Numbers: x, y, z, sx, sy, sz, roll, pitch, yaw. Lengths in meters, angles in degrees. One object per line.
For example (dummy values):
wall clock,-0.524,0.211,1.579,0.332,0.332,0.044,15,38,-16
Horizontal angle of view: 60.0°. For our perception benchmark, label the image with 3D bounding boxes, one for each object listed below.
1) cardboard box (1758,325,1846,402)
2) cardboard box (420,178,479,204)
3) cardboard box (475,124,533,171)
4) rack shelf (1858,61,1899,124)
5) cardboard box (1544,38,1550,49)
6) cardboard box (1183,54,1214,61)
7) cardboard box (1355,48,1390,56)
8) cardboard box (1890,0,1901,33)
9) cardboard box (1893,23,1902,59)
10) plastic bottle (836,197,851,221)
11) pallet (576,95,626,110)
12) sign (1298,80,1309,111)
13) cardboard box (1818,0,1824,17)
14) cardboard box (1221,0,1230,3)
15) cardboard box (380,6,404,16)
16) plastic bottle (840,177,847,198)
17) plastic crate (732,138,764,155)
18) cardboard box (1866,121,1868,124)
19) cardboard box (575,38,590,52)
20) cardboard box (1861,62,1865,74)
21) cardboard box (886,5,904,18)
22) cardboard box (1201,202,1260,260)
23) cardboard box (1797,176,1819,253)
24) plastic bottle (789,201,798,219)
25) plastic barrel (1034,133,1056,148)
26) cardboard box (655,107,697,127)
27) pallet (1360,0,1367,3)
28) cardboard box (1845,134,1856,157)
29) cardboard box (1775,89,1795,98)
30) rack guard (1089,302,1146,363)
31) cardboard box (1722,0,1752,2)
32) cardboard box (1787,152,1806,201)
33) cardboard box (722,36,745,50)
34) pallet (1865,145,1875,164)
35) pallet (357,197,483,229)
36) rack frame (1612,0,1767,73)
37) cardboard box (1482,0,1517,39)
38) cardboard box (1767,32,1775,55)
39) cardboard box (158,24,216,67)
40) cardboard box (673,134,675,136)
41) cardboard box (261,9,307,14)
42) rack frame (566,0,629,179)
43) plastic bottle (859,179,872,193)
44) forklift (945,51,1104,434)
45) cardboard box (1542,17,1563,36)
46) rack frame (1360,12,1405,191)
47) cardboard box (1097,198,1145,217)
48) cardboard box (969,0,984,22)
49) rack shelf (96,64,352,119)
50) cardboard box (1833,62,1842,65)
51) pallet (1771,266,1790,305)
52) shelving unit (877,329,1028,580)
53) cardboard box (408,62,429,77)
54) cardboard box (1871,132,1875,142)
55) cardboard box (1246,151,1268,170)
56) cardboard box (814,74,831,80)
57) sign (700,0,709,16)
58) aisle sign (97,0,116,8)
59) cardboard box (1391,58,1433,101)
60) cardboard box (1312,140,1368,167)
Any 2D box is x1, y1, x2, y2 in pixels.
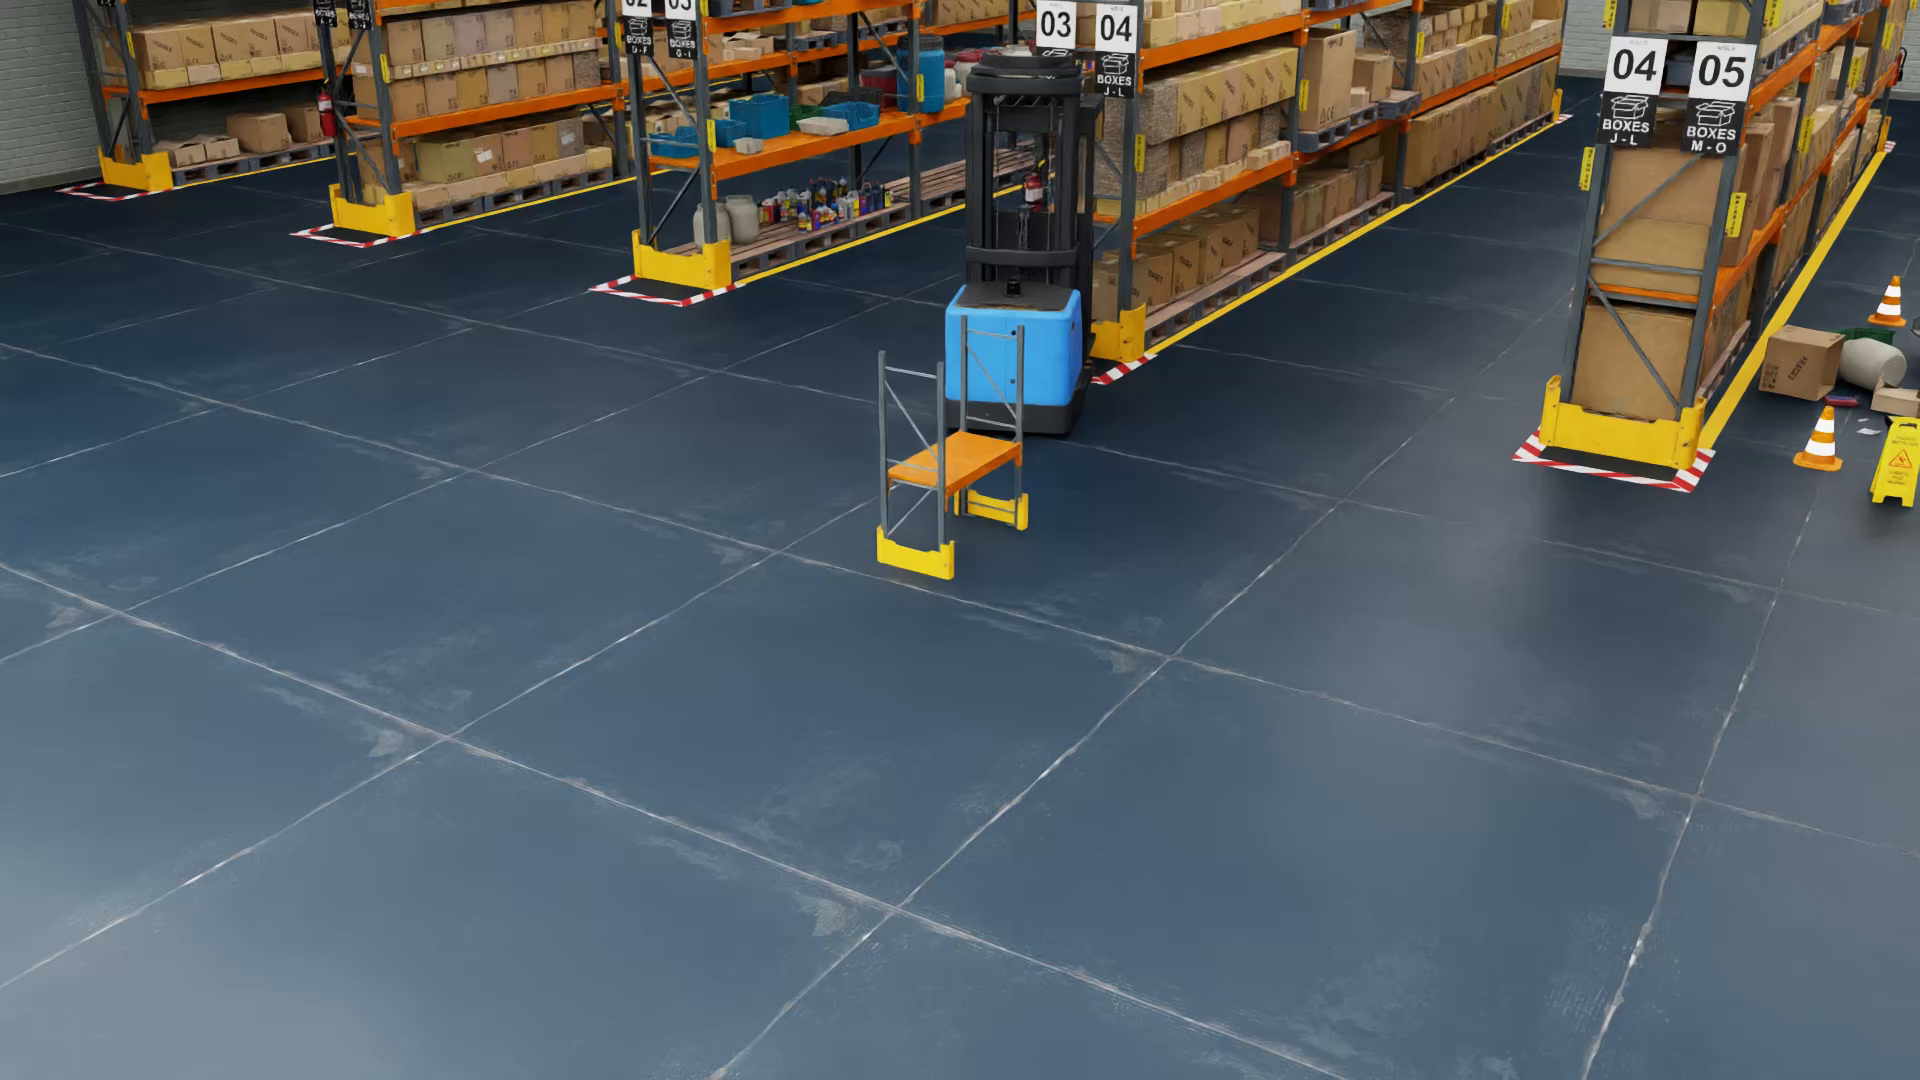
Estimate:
cardboard box,7.467,-1.573,14.751,0.500,0.500,0.500,20,30,38
cardboard box,-6.538,-4.493,21.286,0.500,0.250,0.500,14,27,29
cardboard box,-6.005,-5.174,21.914,0.500,0.500,0.500,14,27,29
rack shelf,12.689,-6.503,23.901,1.077,0.370,4.000,14,27,29
cardboard box,9.274,-8.020,26.816,0.380,0.149,0.250,14,27,30
cardboard box,2.274,-4.736,17.156,0.500,0.500,0.500,14,27,29
cardboard box,5.113,-5.929,21.016,0.500,0.500,0.500,10,25,23
cardboard box,12.632,-7.242,22.944,0.500,0.500,0.500,14,27,30
cardboard box,13.450,-7.312,24.364,0.500,0.500,0.500,13,27,28
plastic bottle,-1.409,-4.016,20.125,0.152,0.276,0.135,14,27,30
pallet,-6.781,-7.966,29.885,1.003,0.211,1.213,14,27,29
sign,3.719,-4.817,18.013,0.100,0.325,0.005,14,27,29
cardboard box,7.494,-4.768,14.873,0.380,0.149,0.250,14,27,29
cardboard box,2.420,-5.333,16.205,0.380,0.149,0.250,13,26,27
cardboard box,-9.073,-8.058,25.908,0.700,0.500,0.500,14,27,29
plastic bottle,-1.494,-4.503,21.257,0.097,0.271,0.097,0,23,0
plastic crate,-2.318,-4.333,18.315,0.298,0.136,0.250,14,27,29
cardboard box,12.952,-6.005,24.156,0.380,0.149,0.250,13,27,27
cardboard box,-5.254,-6.732,22.583,0.380,0.149,0.250,13,27,28
cardboard box,11.454,-6.107,21.494,0.380,0.149,0.250,14,27,29
cardboard box,-1.380,-9.434,29.112,0.700,0.500,0.500,5,24,11
cardboard box,3.009,-3.450,18.562,0.500,0.500,0.500,13,27,27
cardboard box,9.127,-3.781,19.012,1.050,0.750,0.750,13,27,28
plastic bottle,-2.028,-4.021,20.231,0.097,0.201,0.097,0,23,0
plastic barrel,1.400,-6.285,24.695,0.600,0.830,0.708,14,27,29
cardboard box,-4.190,-6.227,24.585,0.500,0.311,0.500,13,27,27
pallet,4.215,-6.358,19.123,1.213,0.211,1.003,14,27,29
cardboard box,11.174,-5.072,21.365,0.500,0.250,0.500,15,28,31
cardboard box,7.191,-3.905,15.446,0.875,0.550,0.550,14,27,29
rack guard,1.184,-2.060,15.879,1.175,0.500,0.348,14,27,29
cardboard box,5.751,-4.019,12.141,0.380,0.149,0.250,14,27,30
cardboard box,7.920,-3.625,16.221,0.500,0.500,0.500,14,27,30
cardboard box,-3.686,-7.656,25.772,0.500,0.311,0.500,14,27,28
pallet,13.246,-5.936,25.196,1.003,0.211,1.213,14,27,29
pallet,-6.902,-4.246,21.292,1.003,0.211,1.213,14,27,29
rack frame,5.304,-4.861,11.651,1.000,3.000,0.127,14,27,29
cardboard box,7.944,-7.751,24.750,0.500,0.500,0.500,14,27,29
cardboard box,5.891,-3.742,12.505,0.380,0.149,0.250,14,27,29
cardboard box,-10.704,-6.843,23.000,0.500,0.500,0.500,14,27,29
cardboard box,-4.466,-5.796,24.295,0.500,0.250,0.500,15,27,30
cardboard box,-10.072,-7.641,24.845,0.500,0.500,0.500,14,27,29
rack frame,-5.160,-6.608,23.240,1.000,3.000,0.127,14,27,29
plastic bottle,-1.171,-4.308,20.706,0.144,0.351,0.185,14,27,29
forklift,0.631,-2.765,14.449,1.130,2.935,3.031,4,24,9
cardboard box,9.554,-8.430,27.261,0.500,0.250,0.500,13,27,28
rack frame,5.367,-5.881,21.558,0.949,2.616,0.053,14,27,29
cardboard box,1.497,-3.112,15.479,0.380,0.149,0.250,14,27,29
cardboard box,0.093,-9.811,30.512,0.500,0.500,0.500,14,27,29
rack shelf,-10.425,-6.640,24.218,1.077,0.370,4.000,14,27,29
cardboard box,10.625,-5.718,20.220,0.380,0.149,0.250,15,27,31
pallet,8.400,-2.868,18.109,1.003,0.211,1.213,14,27,29
shelving unit,-0.040,-0.663,11.393,0.587,1.500,1.083,14,27,29
cardboard box,-6.743,-5.779,20.381,0.380,0.149,0.250,13,27,28
cardboard box,13.174,-5.938,24.375,0.380,0.149,0.250,14,27,30
cardboard box,3.030,-4.020,17.576,0.380,0.149,0.250,14,27,29
cardboard box,-2.483,-7.553,28.014,0.500,0.500,0.500,13,27,27
sign,-2.599,-5.483,16.853,0.100,0.325,0.005,14,27,29
aisle sign,-11.264,-7.401,21.798,0.394,0.787,0.004,14,27,29
cardboard box,5.851,-6.034,21.787,0.500,0.500,0.500,15,27,30
cardboard box,4.765,-4.867,20.865,0.500,0.250,0.500,17,29,35
